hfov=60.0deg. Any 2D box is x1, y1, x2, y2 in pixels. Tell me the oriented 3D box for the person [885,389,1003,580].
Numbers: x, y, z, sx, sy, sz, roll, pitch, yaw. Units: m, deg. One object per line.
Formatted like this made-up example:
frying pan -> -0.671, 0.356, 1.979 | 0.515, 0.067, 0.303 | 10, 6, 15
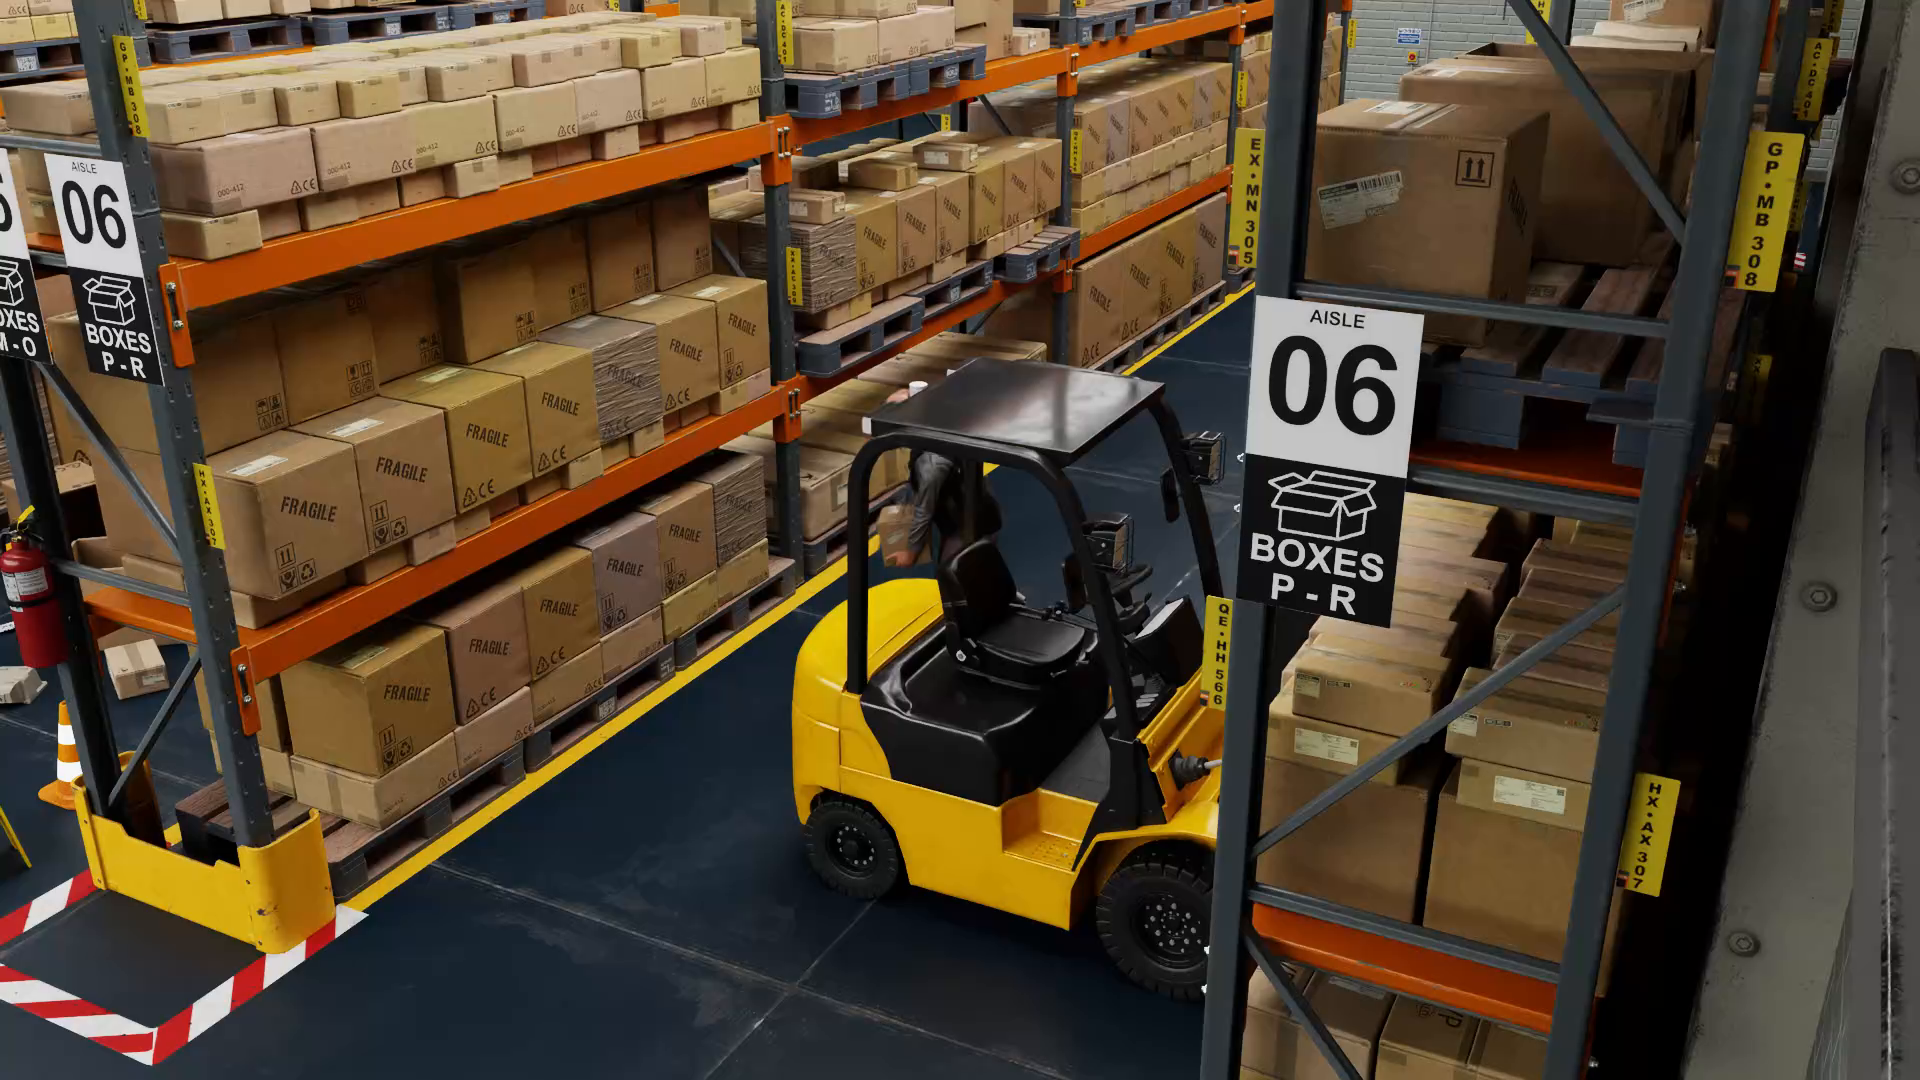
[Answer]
person -> -0.088, -0.011, 8.761 | 0.615, 1.644, 0.477 | -1, 23, -3
